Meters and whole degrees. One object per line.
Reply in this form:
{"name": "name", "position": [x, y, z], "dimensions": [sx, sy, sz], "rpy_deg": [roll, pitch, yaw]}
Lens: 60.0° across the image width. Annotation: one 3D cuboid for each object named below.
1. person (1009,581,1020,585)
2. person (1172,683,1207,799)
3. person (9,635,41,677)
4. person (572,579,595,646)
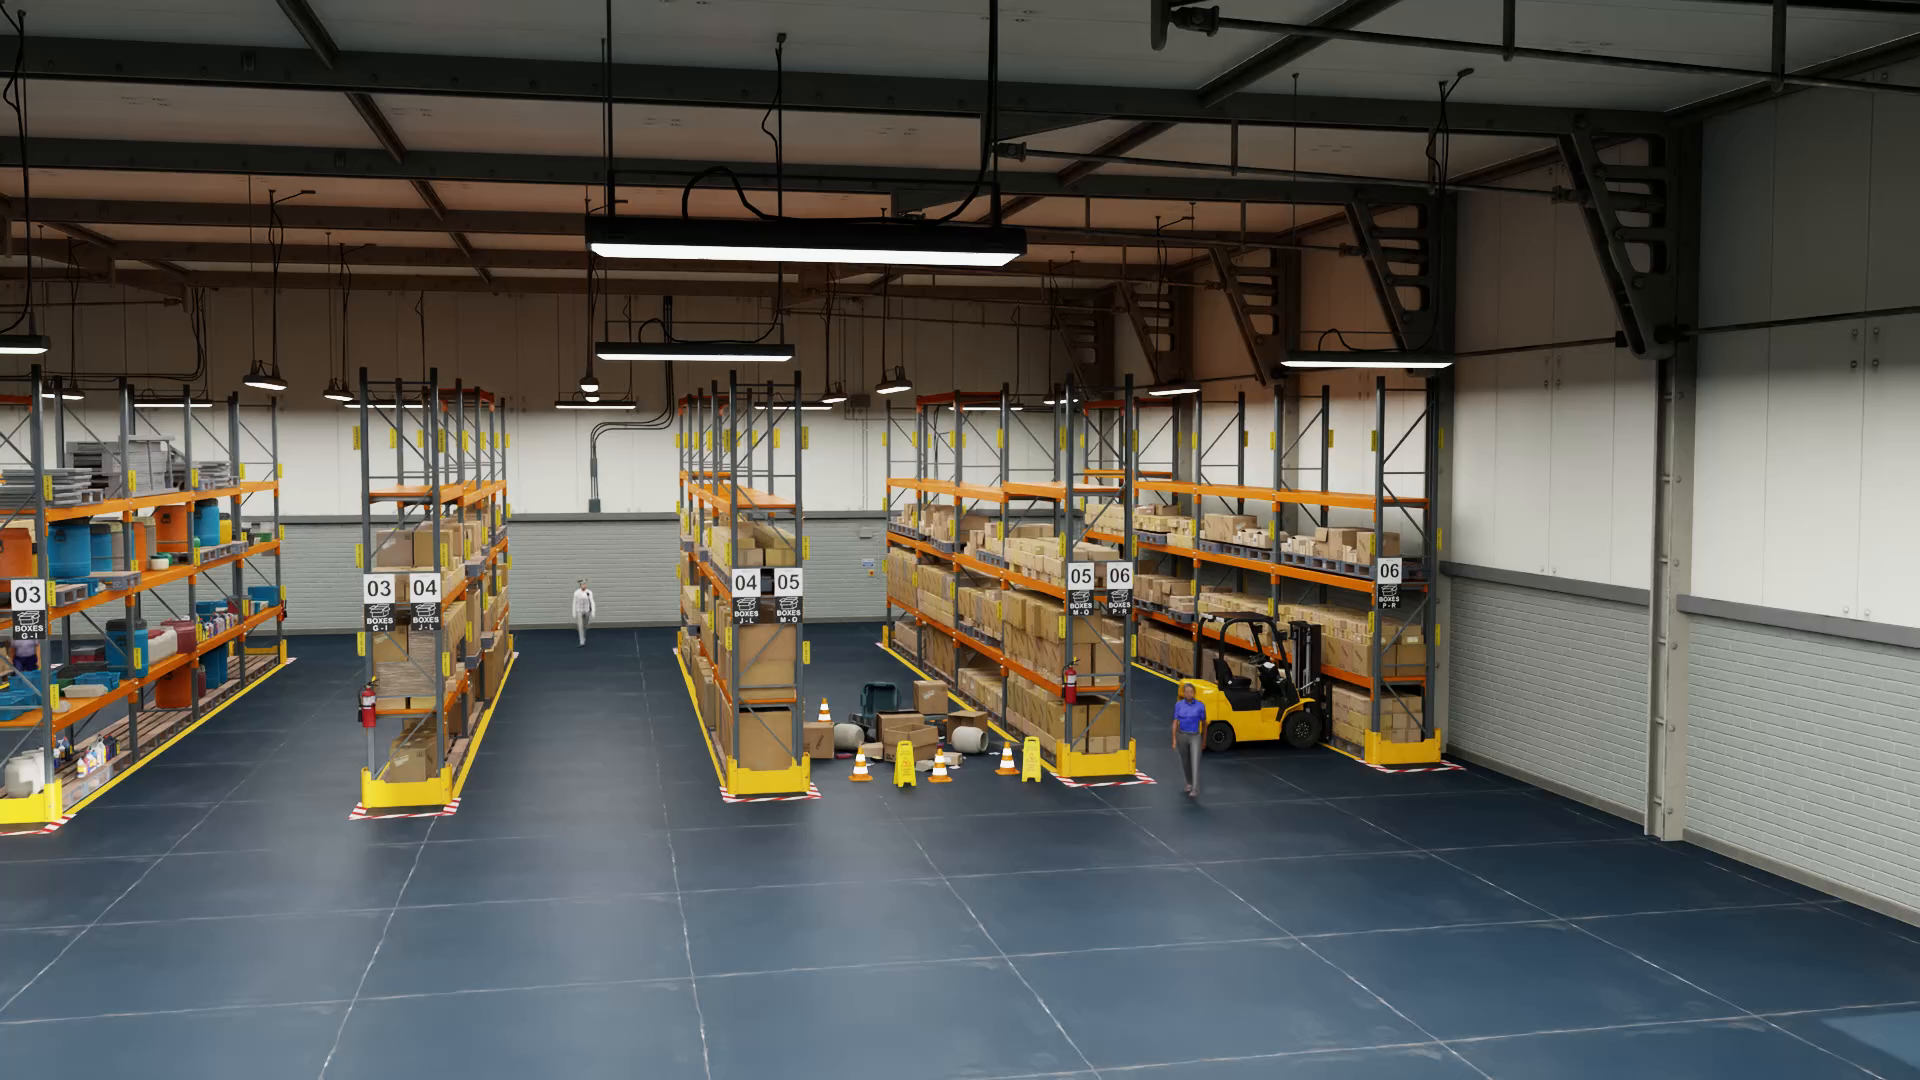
{"name": "person", "position": [1.380, 1.503, 43.875], "dimensions": [0.675, 1.753, 0.552], "rpy_deg": [-1, 4, -24]}
{"name": "person", "position": [3.219, 2.796, 23.291], "dimensions": [0.487, 1.594, 1.056], "rpy_deg": [2, 4, 24]}
{"name": "person", "position": [-17.783, 2.313, 31.622], "dimensions": [0.541, 1.580, 1.069], "rpy_deg": [-2, 4, -27]}
{"name": "person", "position": [-9.212, 1.749, 40.747], "dimensions": [0.517, 1.617, 1.051], "rpy_deg": [-1, 4, -23]}
